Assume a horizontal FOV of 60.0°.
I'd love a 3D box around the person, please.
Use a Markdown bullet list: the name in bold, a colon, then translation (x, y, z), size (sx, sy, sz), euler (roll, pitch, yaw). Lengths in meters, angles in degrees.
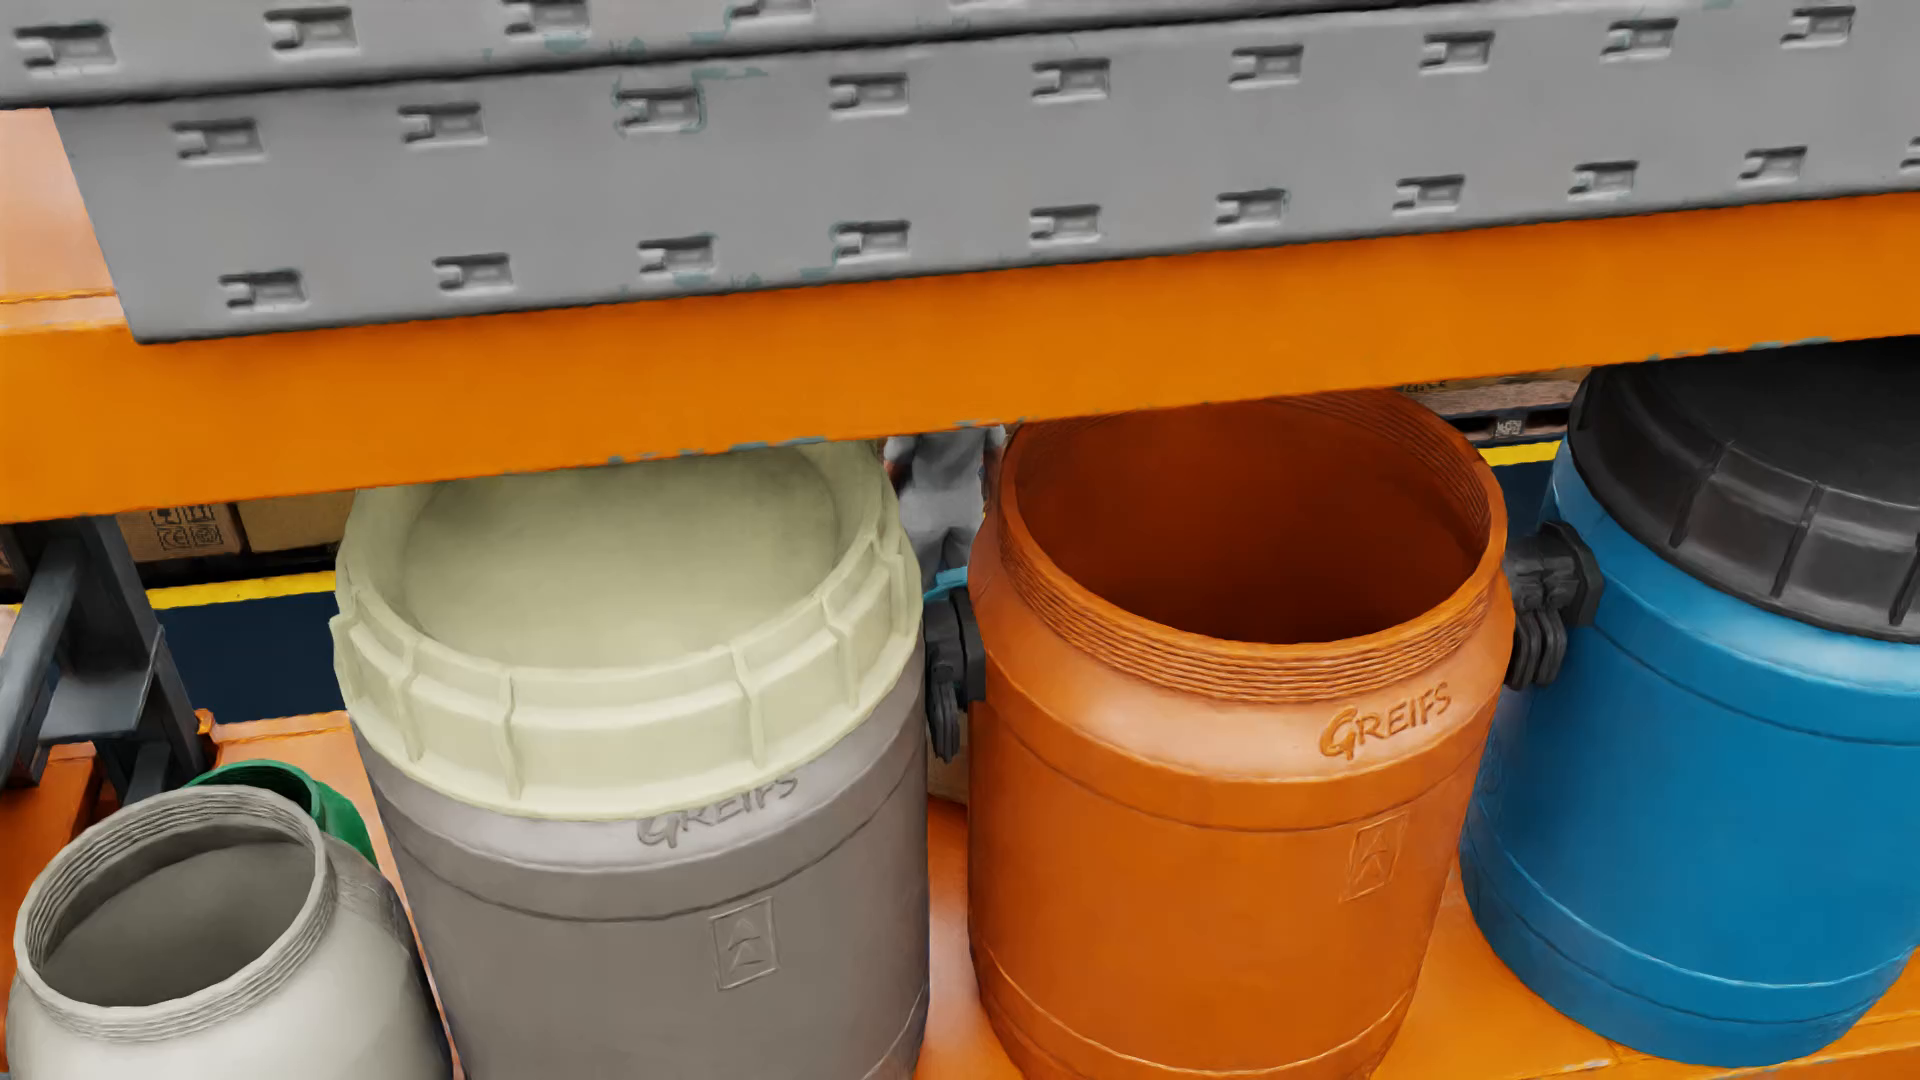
- **person**: translation (-0.087, -0.093, 6.241), size (0.583, 1.673, 0.441), euler (-15, 41, -17)
